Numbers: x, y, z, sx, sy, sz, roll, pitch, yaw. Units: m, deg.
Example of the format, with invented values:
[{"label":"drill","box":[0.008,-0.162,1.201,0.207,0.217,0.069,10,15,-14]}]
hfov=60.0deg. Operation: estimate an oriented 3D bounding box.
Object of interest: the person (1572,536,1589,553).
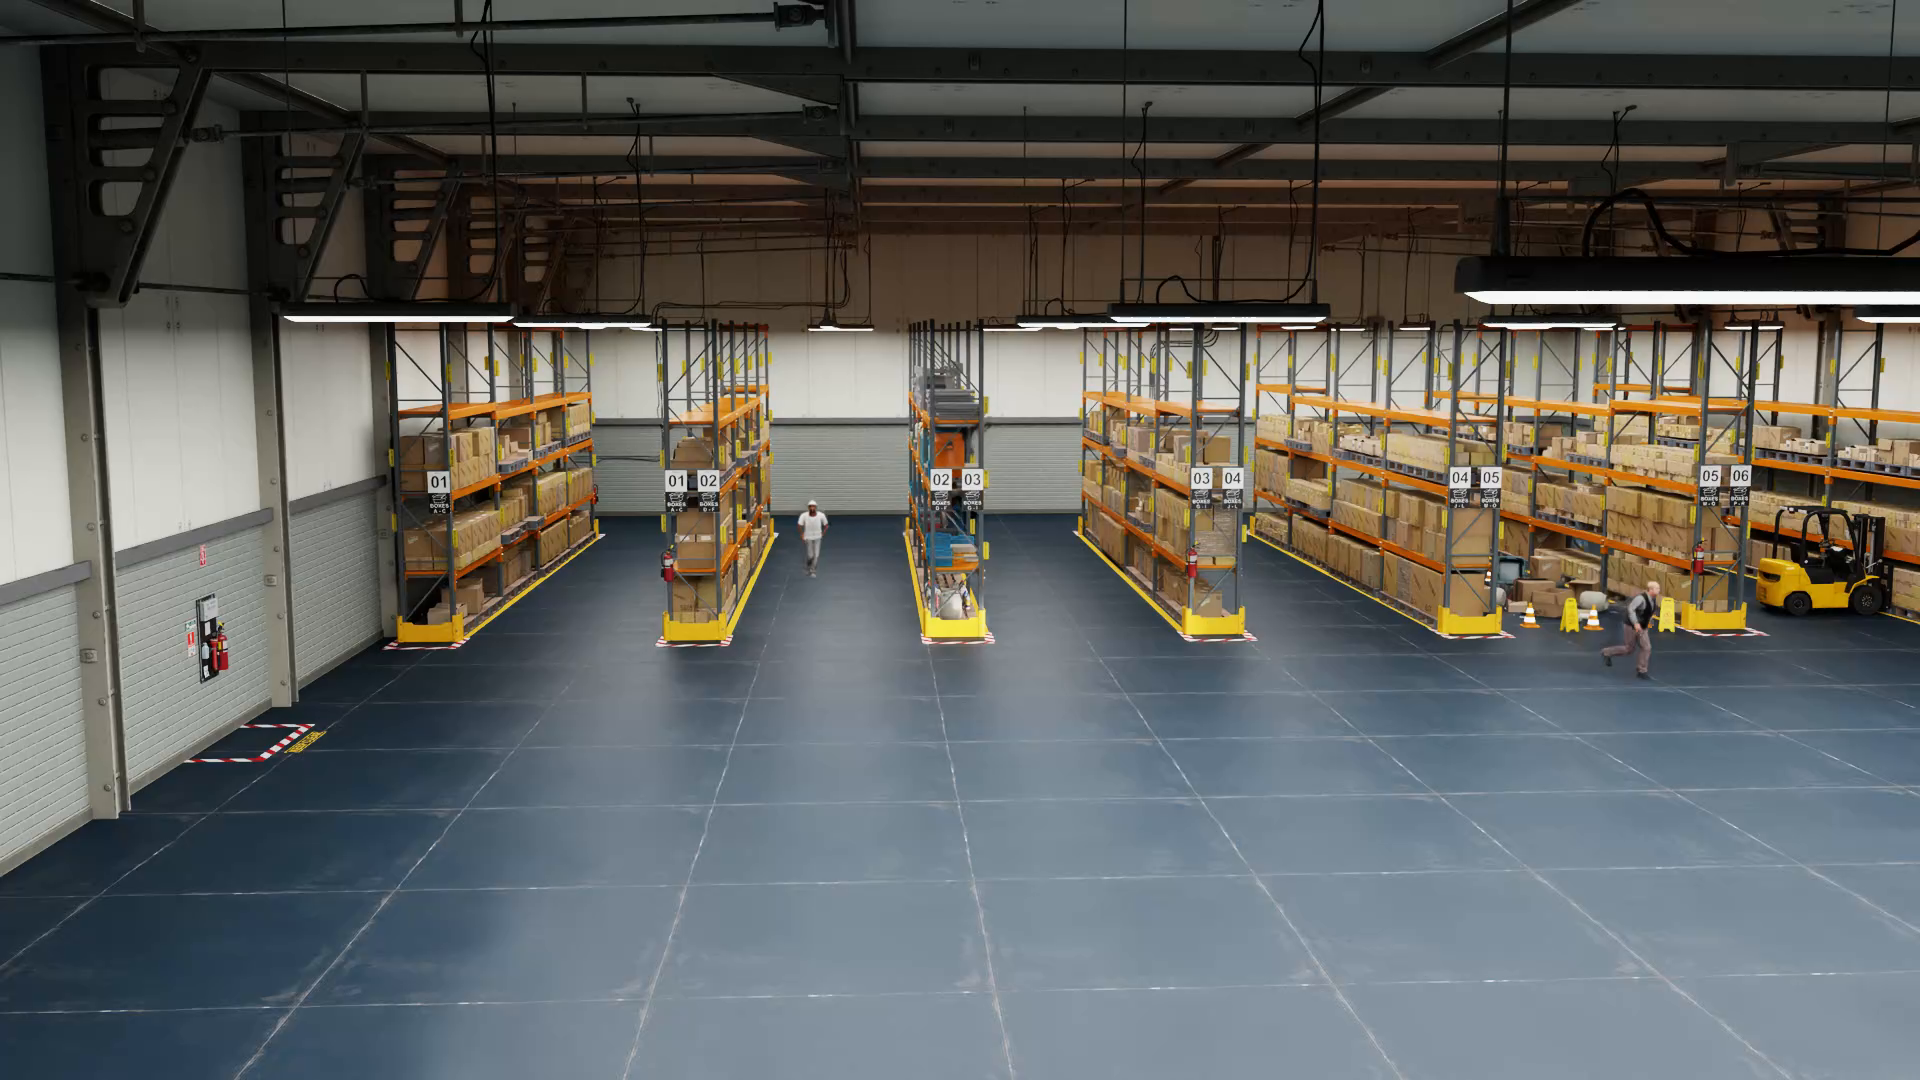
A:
[{"label":"person","box":[15.899,-0.384,42.534,0.688,1.714,0.639,-1,7,-6]}]

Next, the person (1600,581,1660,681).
[{"label":"person","box":[11.251,1.487,27.903,0.943,1.679,0.672,6,9,42]}]

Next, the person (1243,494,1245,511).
[{"label":"person","box":[7.407,-0.746,45.167,0.672,1.813,0.983,0,7,2]}]

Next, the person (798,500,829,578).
[{"label":"person","box":[-3.281,-0.026,37.285,0.691,1.740,0.572,-1,7,-10]}]
